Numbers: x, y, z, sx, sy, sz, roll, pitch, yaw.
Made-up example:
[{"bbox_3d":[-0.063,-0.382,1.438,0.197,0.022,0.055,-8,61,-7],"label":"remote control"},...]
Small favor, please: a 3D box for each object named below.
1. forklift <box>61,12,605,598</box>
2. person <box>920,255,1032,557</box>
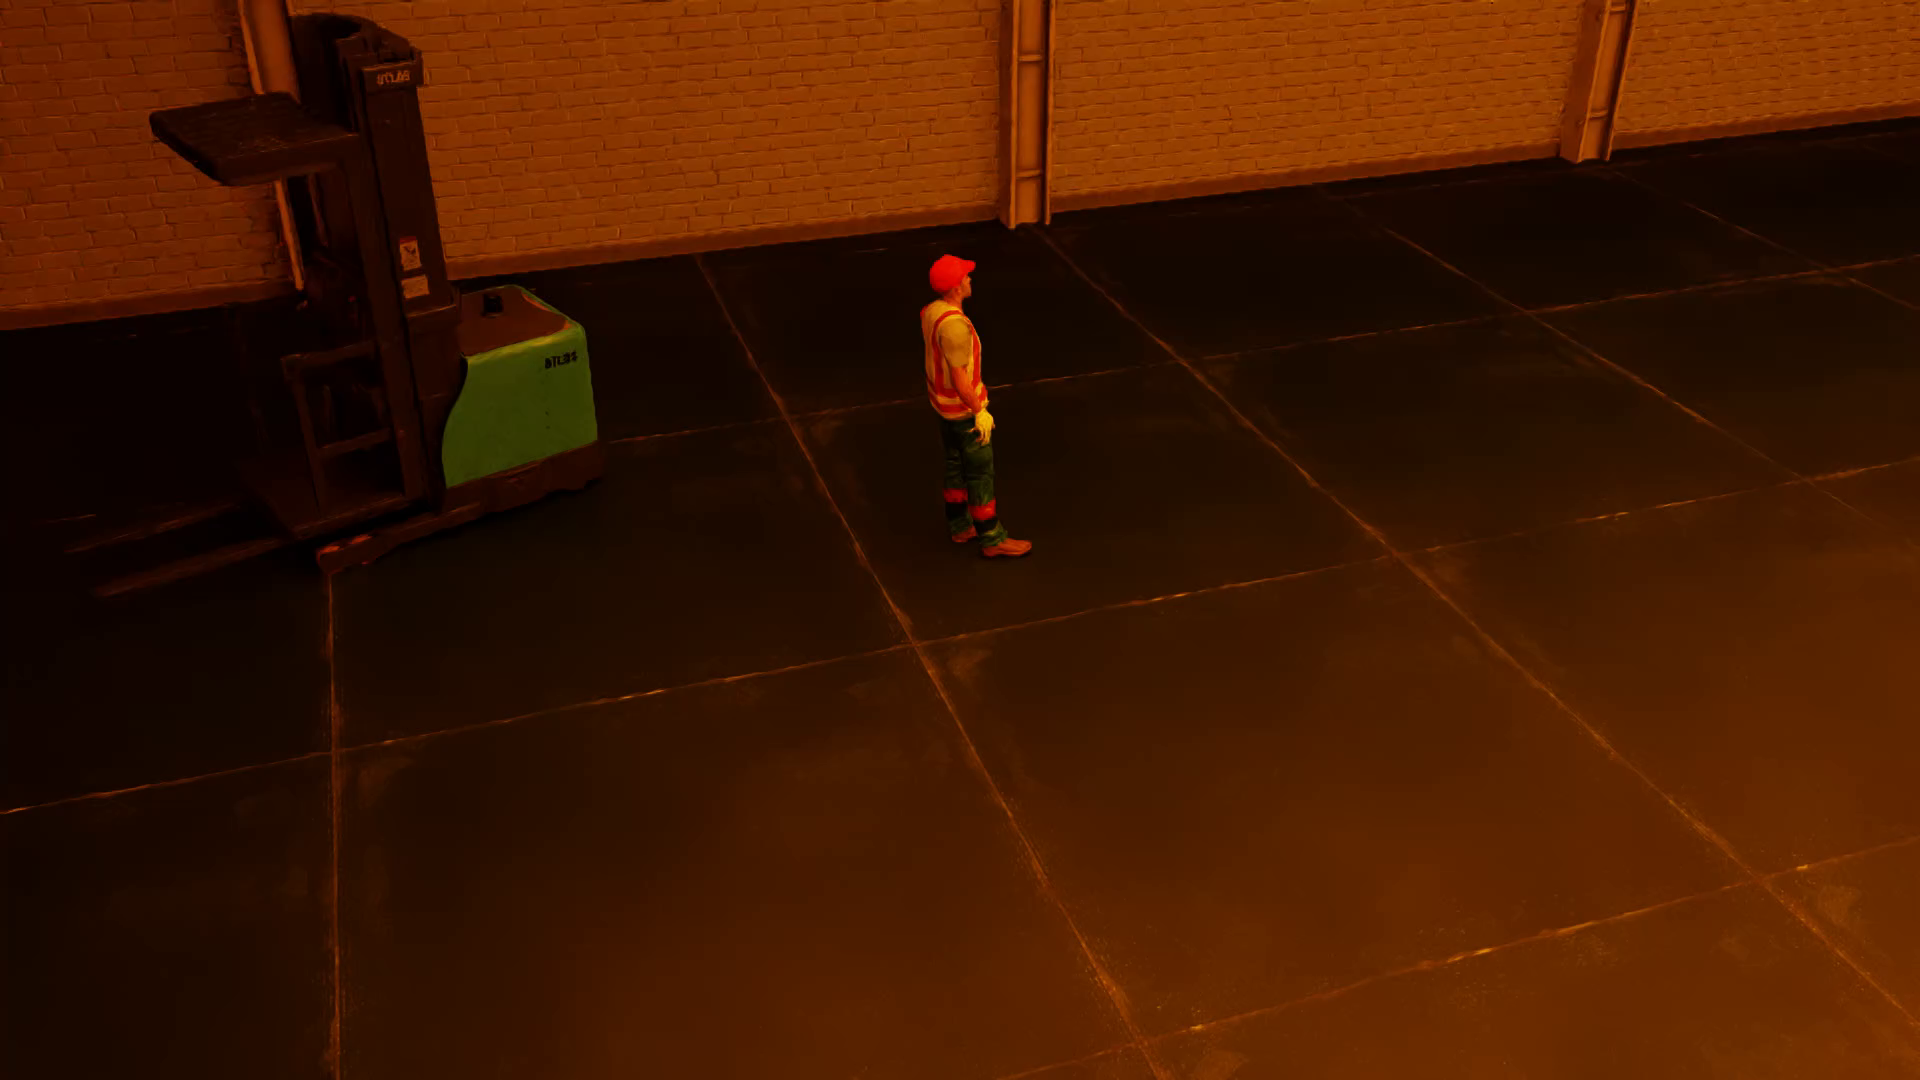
[{"bbox_3d":[-3.742,-1.369,9.466,3.031,2.935,1.130,-22,36,-33],"label":"forklift"},{"bbox_3d":[0.080,-0.788,9.589,0.563,1.787,0.636,-10,31,-16],"label":"person"}]
